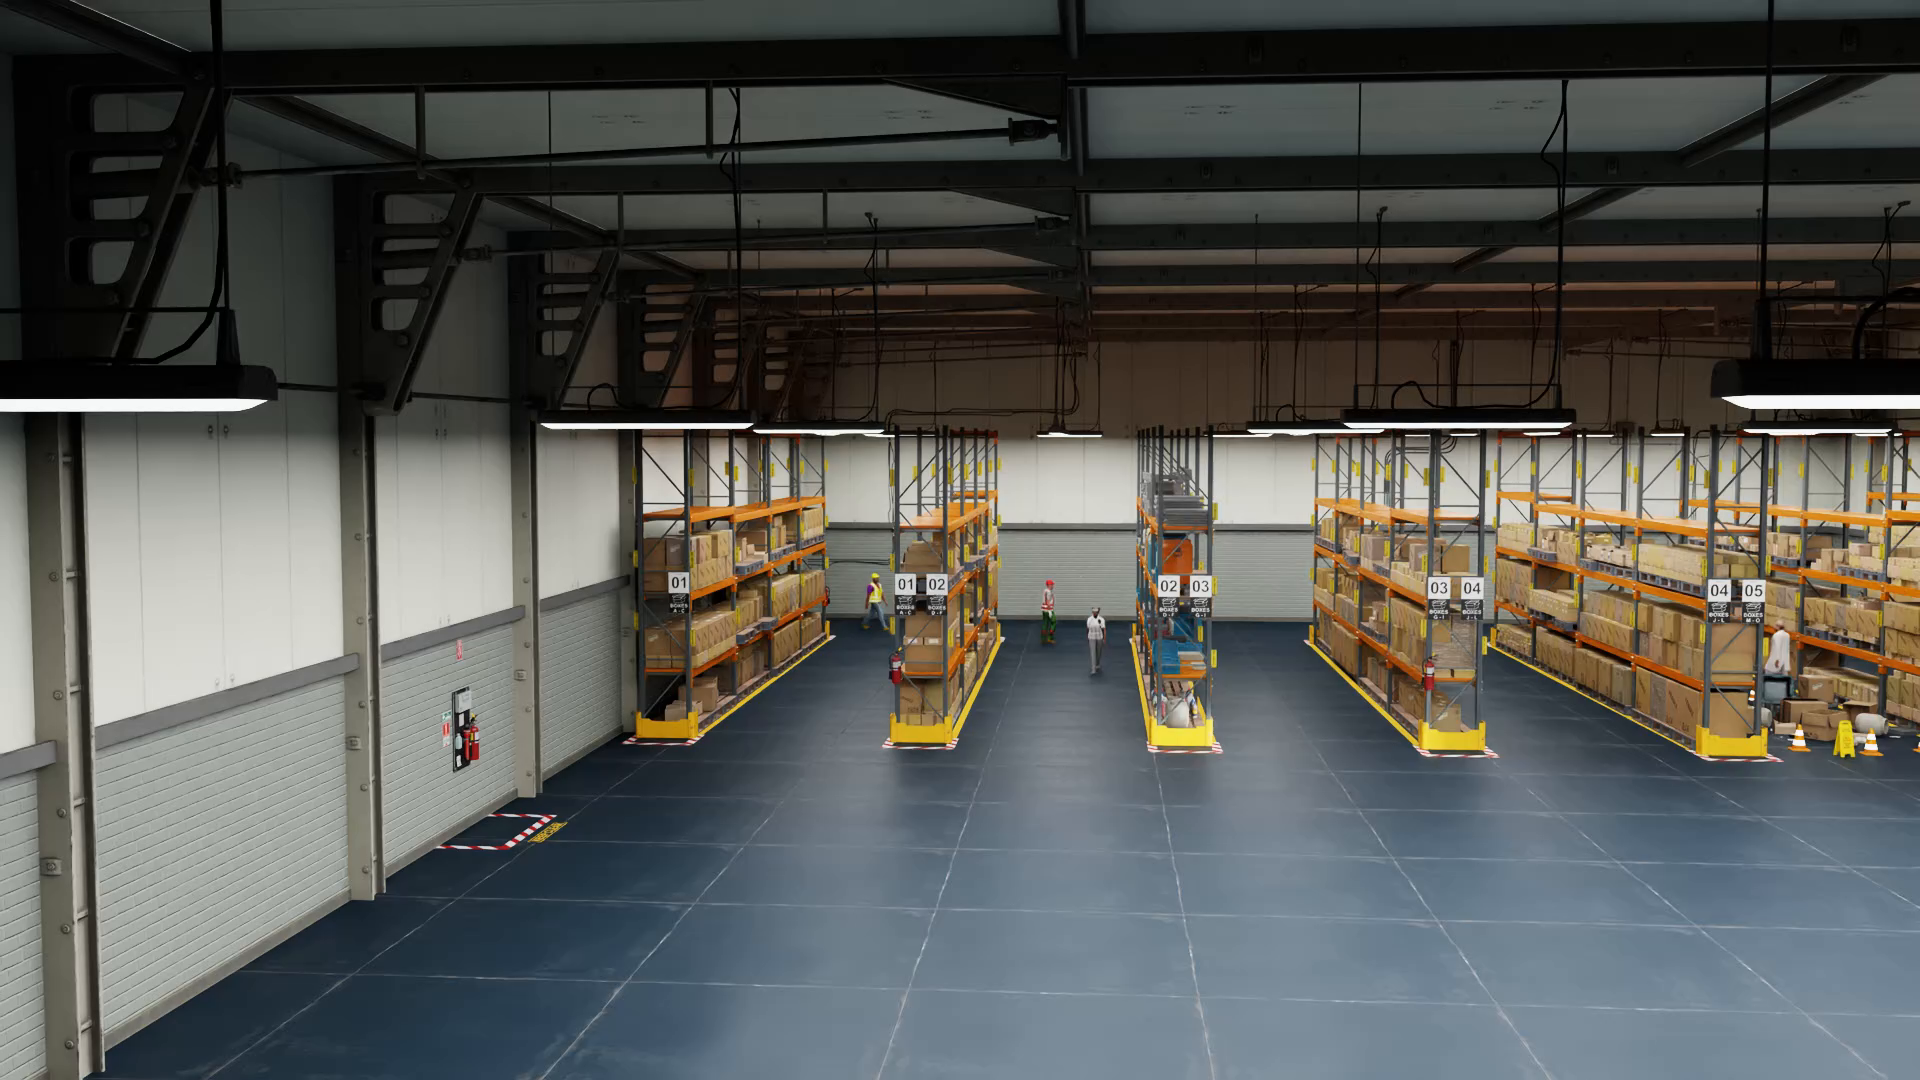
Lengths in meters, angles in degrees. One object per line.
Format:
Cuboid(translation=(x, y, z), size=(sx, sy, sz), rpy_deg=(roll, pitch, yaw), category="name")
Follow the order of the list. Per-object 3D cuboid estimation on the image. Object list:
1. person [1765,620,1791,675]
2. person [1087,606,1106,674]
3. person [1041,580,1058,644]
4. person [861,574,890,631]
Cuboid(translation=(17.947, 2.669, 36.313), size=(0.574, 1.814, 0.595), rpy_deg=(-1, 3, -10), category="person")
Cuboid(translation=(3.355, 2.431, 40.944), size=(0.471, 1.624, 1.033), rpy_deg=(0, 3, 2), category="person")
Cuboid(translation=(2.490, 2.027, 46.718), size=(0.433, 1.816, 0.627), rpy_deg=(-1, 4, -16), category="person")
Cuboid(translation=(-2.502, 1.864, 49.892), size=(1.067, 1.725, 0.554), rpy_deg=(1, 4, 18), category="person")
